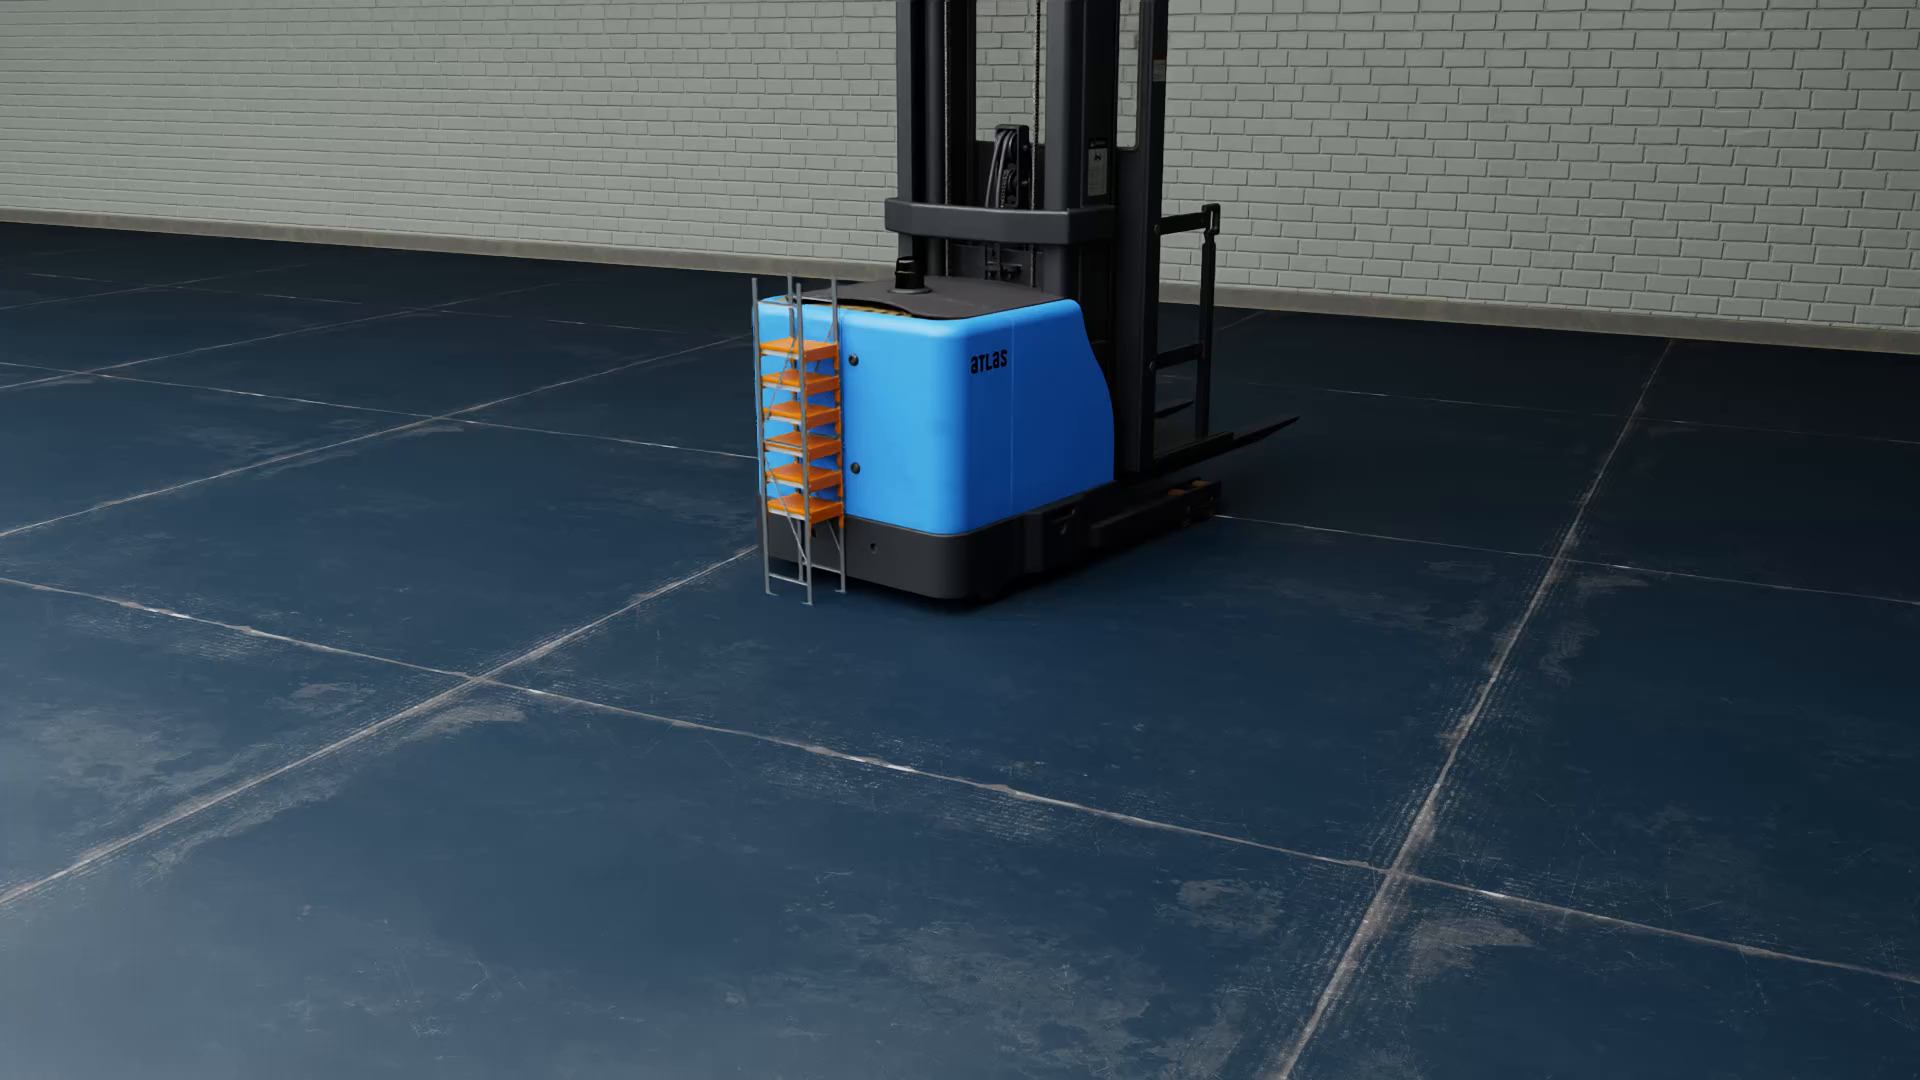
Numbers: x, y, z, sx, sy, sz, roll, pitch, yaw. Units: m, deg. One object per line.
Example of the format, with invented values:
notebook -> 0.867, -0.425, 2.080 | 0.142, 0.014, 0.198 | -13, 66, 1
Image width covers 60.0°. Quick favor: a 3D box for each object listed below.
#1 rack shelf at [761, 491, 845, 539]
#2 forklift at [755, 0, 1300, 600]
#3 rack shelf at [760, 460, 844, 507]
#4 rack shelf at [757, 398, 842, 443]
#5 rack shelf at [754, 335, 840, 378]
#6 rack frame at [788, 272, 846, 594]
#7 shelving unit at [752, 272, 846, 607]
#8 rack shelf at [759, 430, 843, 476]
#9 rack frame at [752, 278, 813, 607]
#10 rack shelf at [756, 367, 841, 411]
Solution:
rack shelf -> -0.589, -0.097, 6.238 | 0.258, 0.103, 0.180 | 13, 22, 37
forklift -> 0.505, -1.539, 7.057 | 1.130, 2.935, 3.031 | 13, 21, 37
rack shelf -> -0.590, -0.212, 6.202 | 0.258, 0.103, 0.180 | 13, 22, 37
rack shelf -> -0.592, -0.441, 6.132 | 0.258, 0.103, 0.180 | 13, 22, 37
rack shelf -> -0.594, -0.670, 6.061 | 0.258, 0.103, 0.180 | 13, 22, 37
rack frame -> -0.534, -0.390, 6.222 | 0.240, 1.200, 0.006 | 13, 22, 37
shelving unit -> -0.591, -0.369, 6.154 | 0.258, 1.200, 0.189 | 13, 22, 37
rack shelf -> -0.591, -0.326, 6.167 | 0.258, 0.103, 0.180 | 13, 22, 37
rack frame -> -0.648, -0.347, 6.086 | 0.240, 1.200, 0.006 | 13, 22, 37
rack shelf -> -0.593, -0.556, 6.096 | 0.258, 0.103, 0.180 | 13, 22, 37
